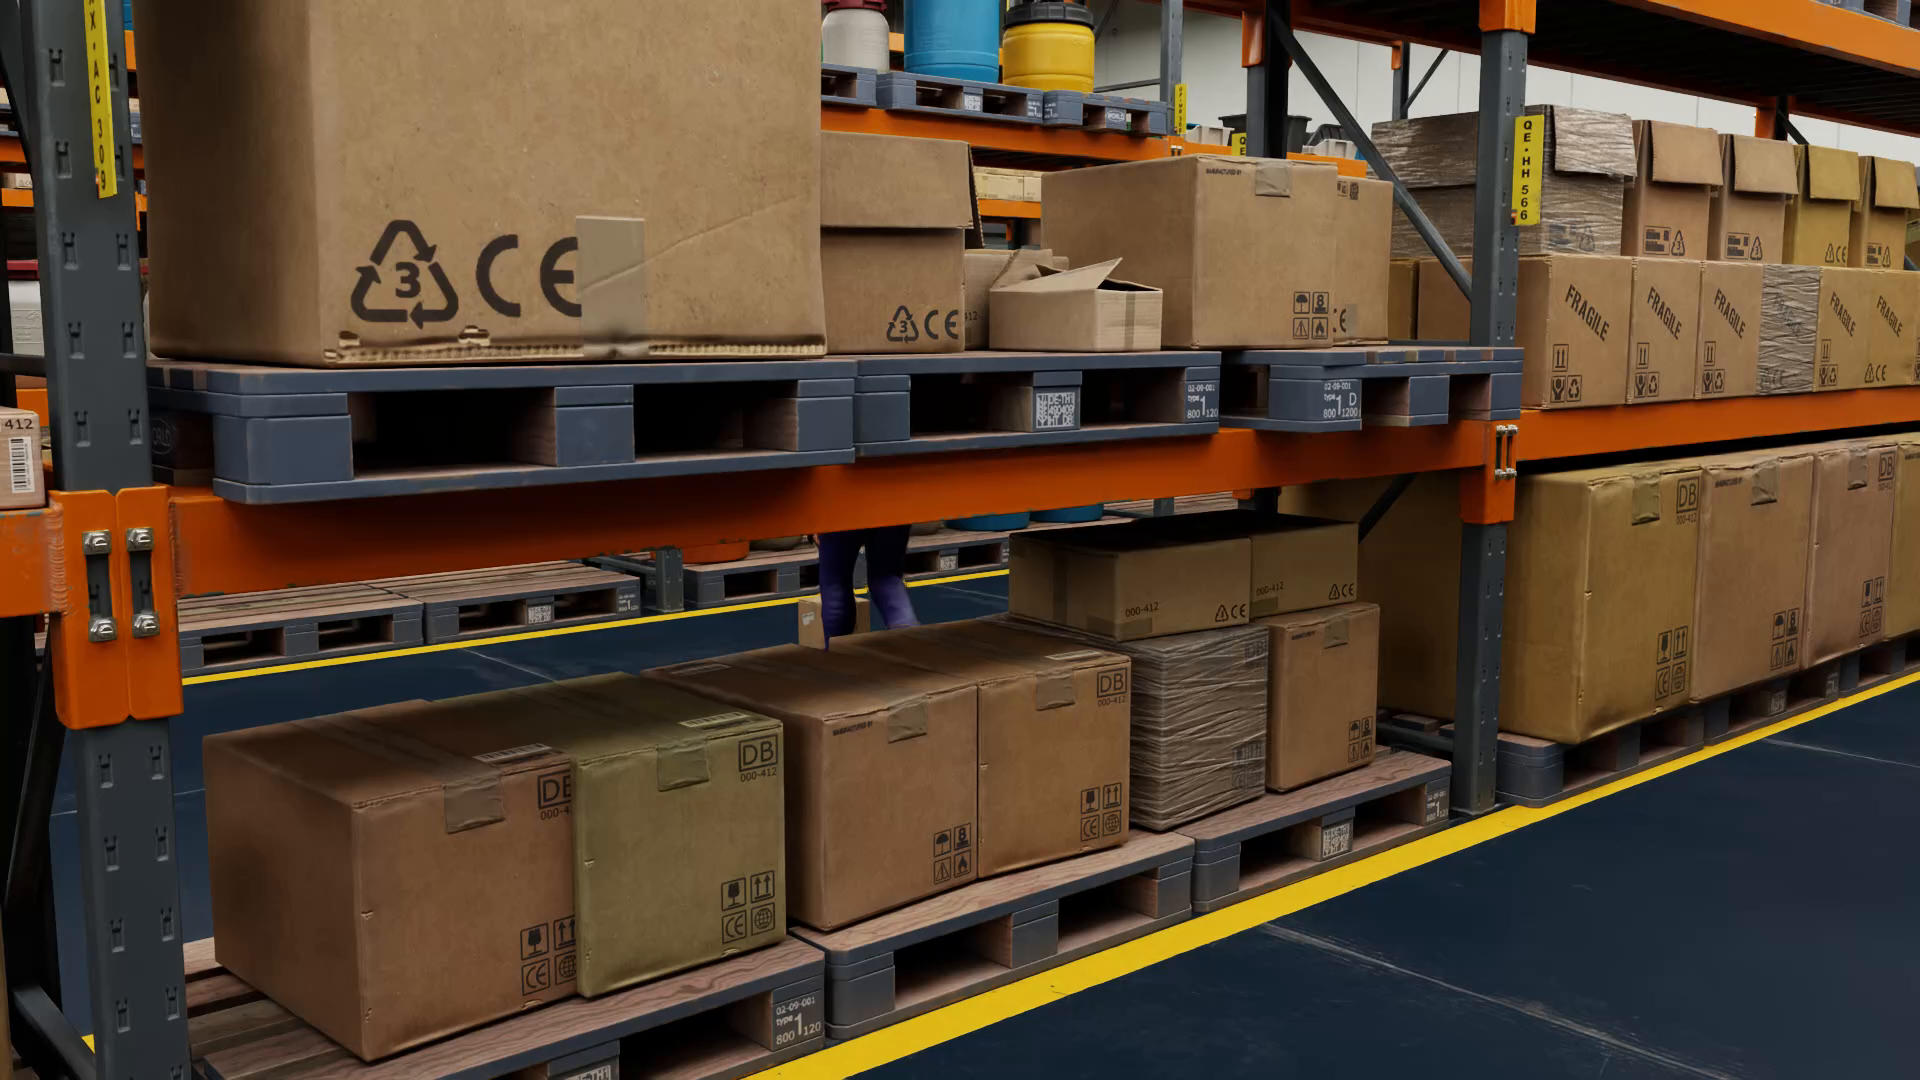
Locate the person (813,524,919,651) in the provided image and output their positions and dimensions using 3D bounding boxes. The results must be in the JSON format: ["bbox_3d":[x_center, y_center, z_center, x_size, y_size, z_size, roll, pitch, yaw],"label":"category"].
[{"bbox_3d":[-0.388,-0.152,6.919,0.509,1.626,0.642,-3,8,-24],"label":"person"}]
